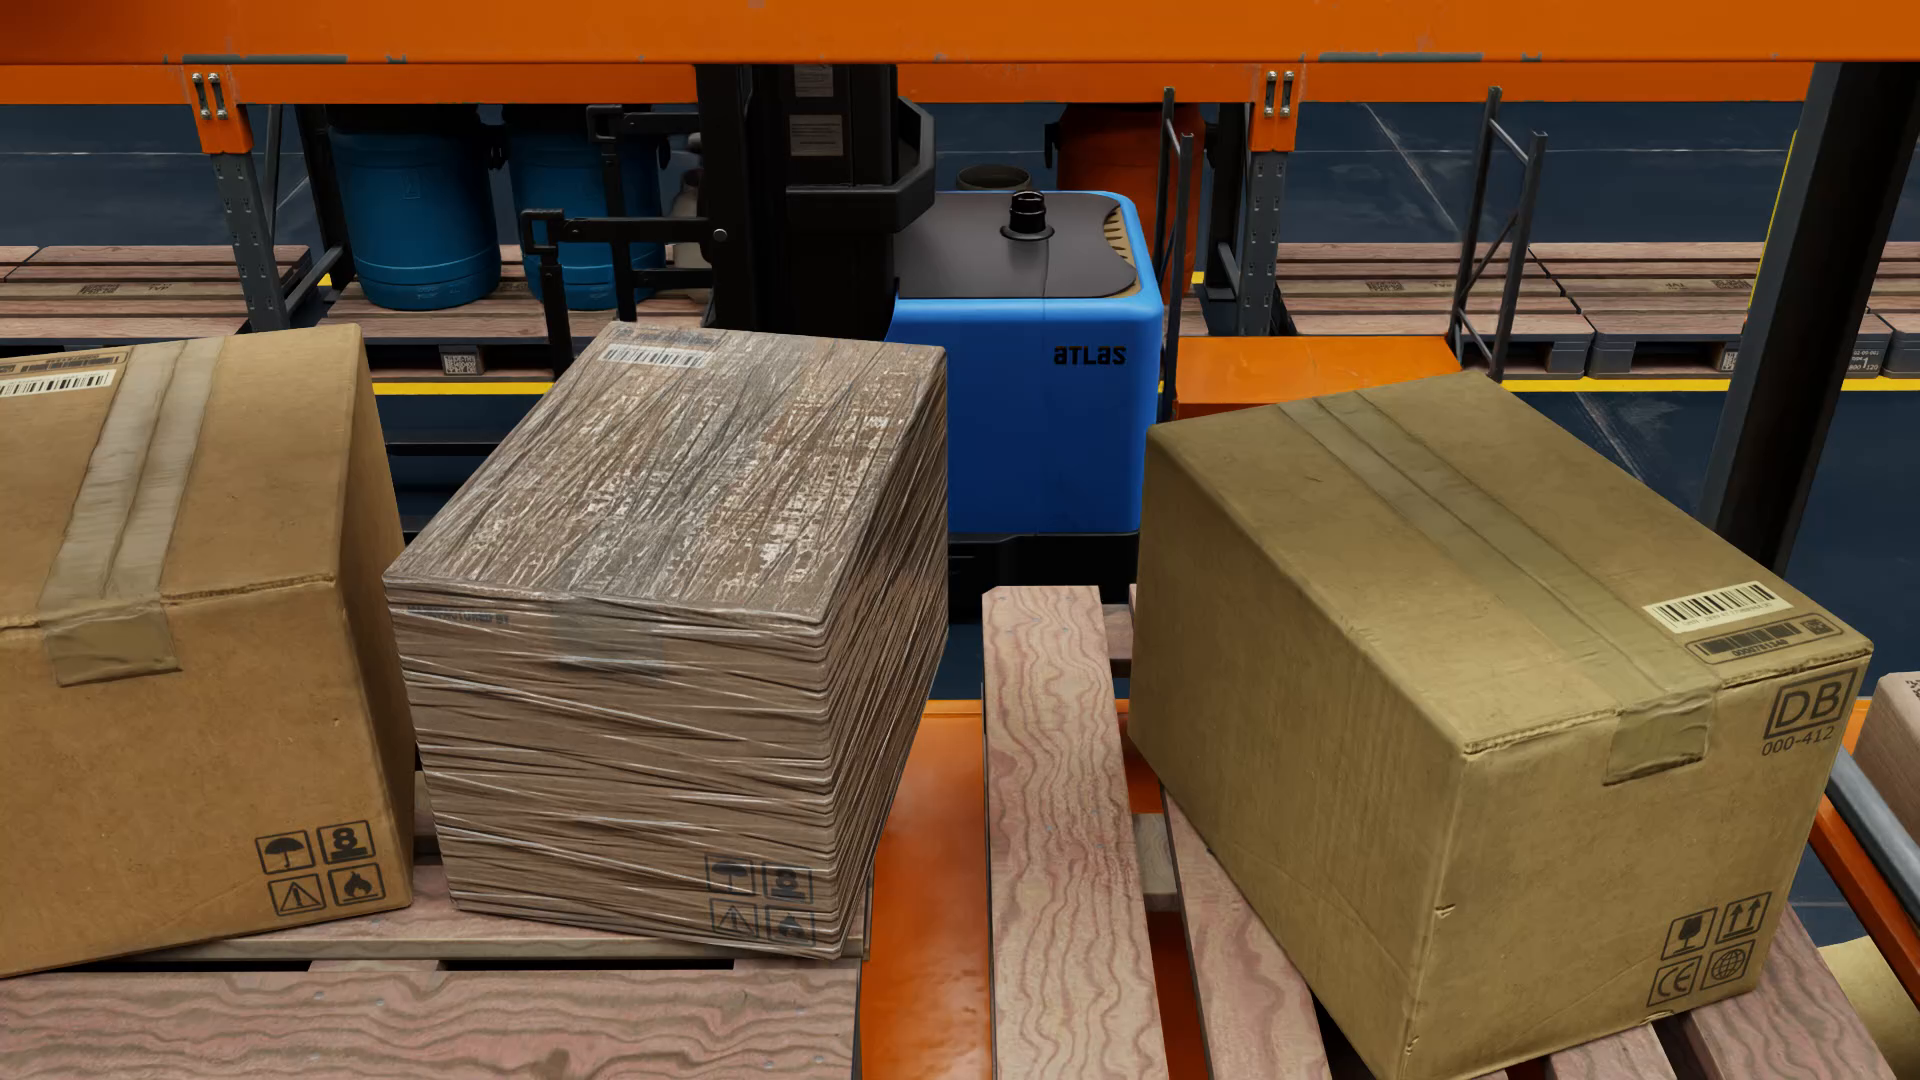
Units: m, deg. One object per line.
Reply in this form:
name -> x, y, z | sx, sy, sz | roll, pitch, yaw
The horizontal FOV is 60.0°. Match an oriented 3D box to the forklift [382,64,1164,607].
forklift -> -0.906, -1.269, 5.016 | 3.031, 2.935, 1.130 | 0, 31, 0

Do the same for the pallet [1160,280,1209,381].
pallet -> 0.404, -1.000, 7.194 | 1.213, 0.211, 1.003 | 0, 31, 0

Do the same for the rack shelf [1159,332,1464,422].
rack shelf -> 1.161, -0.492, 5.461 | 1.000, 0.185, 0.538 | 0, 31, 0

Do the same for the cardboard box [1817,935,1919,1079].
cardboard box -> 1.741, 0.980, 2.948 | 0.500, 0.311, 0.500 | 1, 31, 1

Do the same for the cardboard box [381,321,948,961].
cardboard box -> -0.327, 0.096, 2.200 | 0.500, 0.500, 0.700 | 6, 32, 9

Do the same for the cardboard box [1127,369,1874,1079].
cardboard box -> 0.589, 0.192, 2.041 | 0.500, 0.500, 0.700 | -11, 33, -17

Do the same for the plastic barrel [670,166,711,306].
plastic barrel -> -0.990, -1.270, 6.944 | 0.421, 0.512, 0.421 | 0, 31, 0

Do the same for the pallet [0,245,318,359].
pallet -> -3.543, -0.989, 7.176 | 1.213, 0.211, 1.003 | 0, 31, 0

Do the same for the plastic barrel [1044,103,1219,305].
plastic barrel -> 0.703, -1.457, 6.947 | 0.708, 0.830, 0.600 | 0, 31, 0

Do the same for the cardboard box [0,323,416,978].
cardboard box -> -1.015, 0.106, 2.182 | 0.500, 0.500, 0.700 | -8, 32, -13

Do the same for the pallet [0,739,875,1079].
pallet -> -0.726, 0.444, 2.311 | 1.213, 0.211, 1.003 | 0, 31, 0

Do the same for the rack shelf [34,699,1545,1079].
rack shelf -> -0.782, 0.667, 2.452 | 4.000, 0.370, 1.077 | 0, 31, 0

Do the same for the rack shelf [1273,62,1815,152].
rack shelf -> 3.192, -1.915, 6.707 | 4.000, 0.370, 1.077 | 0, 31, 0

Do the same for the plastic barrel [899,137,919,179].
plastic barrel -> -0.426, -1.350, 7.004 | 0.708, 0.588, 0.600 | 0, 31, 0

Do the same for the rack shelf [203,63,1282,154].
rack shelf -> -0.808, -1.902, 6.687 | 4.000, 0.370, 1.077 | 0, 31, 0

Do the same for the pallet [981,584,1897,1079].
pallet -> 0.541, 0.474, 2.262 | 1.003, 0.211, 1.213 | 0, 31, 0

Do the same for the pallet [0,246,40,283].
pallet -> -4.766, -0.983, 7.167 | 1.213, 0.211, 1.003 | 0, 31, 0

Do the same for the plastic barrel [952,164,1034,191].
plastic barrel -> 0.139, -1.273, 6.950 | 0.421, 0.512, 0.421 | 0, 31, 0

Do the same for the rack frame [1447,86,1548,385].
rack frame -> 1.669, -0.647, 5.371 | 0.032, 1.500, 0.500 | 0, 31, 0

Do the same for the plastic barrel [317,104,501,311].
plastic barrel -> -2.264, -1.479, 6.913 | 0.708, 0.901, 0.600 | 0, 31, 0

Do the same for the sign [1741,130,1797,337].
sign -> 1.212, -0.429, 2.450 | 0.005, 0.325, 0.100 | 0, 31, 0

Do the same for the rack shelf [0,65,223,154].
rack shelf -> -4.808, -1.889, 6.666 | 4.000, 0.370, 1.077 | 0, 31, 0

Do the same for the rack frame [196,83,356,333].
rack frame -> -2.808, -2.203, 6.490 | 0.127, 3.000, 1.000 | 0, 31, 0

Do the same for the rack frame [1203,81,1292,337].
rack frame -> 1.192, -2.216, 6.510 | 0.127, 3.000, 1.000 | 0, 31, 0

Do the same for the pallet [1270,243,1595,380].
pallet -> 1.967, -1.006, 7.204 | 1.213, 0.211, 1.003 | 0, 31, 0

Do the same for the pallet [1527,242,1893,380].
pallet -> 3.184, -1.008, 7.208 | 1.213, 0.211, 1.003 | 0, 31, 0

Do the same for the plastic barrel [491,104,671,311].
plastic barrel -> -1.556, -1.481, 6.917 | 0.708, 0.901, 0.600 | 0, 31, 0

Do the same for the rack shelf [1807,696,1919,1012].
rack shelf -> 3.218, 0.655, 2.472 | 4.000, 0.370, 1.077 | 0, 31, 0

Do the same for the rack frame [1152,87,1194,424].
rack frame -> 0.653, -0.644, 5.365 | 0.032, 1.500, 0.500 | 0, 31, 0

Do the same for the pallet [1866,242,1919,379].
pallet -> 4.407, -1.014, 7.217 | 1.213, 0.211, 1.003 | 0, 31, 0

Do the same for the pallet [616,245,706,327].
pallet -> -0.813, -0.997, 7.190 | 1.213, 0.211, 1.003 | 0, 31, 0

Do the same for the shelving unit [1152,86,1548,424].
shelving unit -> 1.152, -0.646, 5.368 | 1.083, 1.500, 0.587 | 0, 31, 0

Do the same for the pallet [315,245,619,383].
pallet -> -2.036, -0.992, 7.181 | 1.213, 0.211, 1.003 | 0, 31, 0

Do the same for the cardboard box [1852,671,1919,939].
cardboard box -> 1.582, 0.413, 2.263 | 0.500, 0.311, 0.500 | 2, 31, 3
